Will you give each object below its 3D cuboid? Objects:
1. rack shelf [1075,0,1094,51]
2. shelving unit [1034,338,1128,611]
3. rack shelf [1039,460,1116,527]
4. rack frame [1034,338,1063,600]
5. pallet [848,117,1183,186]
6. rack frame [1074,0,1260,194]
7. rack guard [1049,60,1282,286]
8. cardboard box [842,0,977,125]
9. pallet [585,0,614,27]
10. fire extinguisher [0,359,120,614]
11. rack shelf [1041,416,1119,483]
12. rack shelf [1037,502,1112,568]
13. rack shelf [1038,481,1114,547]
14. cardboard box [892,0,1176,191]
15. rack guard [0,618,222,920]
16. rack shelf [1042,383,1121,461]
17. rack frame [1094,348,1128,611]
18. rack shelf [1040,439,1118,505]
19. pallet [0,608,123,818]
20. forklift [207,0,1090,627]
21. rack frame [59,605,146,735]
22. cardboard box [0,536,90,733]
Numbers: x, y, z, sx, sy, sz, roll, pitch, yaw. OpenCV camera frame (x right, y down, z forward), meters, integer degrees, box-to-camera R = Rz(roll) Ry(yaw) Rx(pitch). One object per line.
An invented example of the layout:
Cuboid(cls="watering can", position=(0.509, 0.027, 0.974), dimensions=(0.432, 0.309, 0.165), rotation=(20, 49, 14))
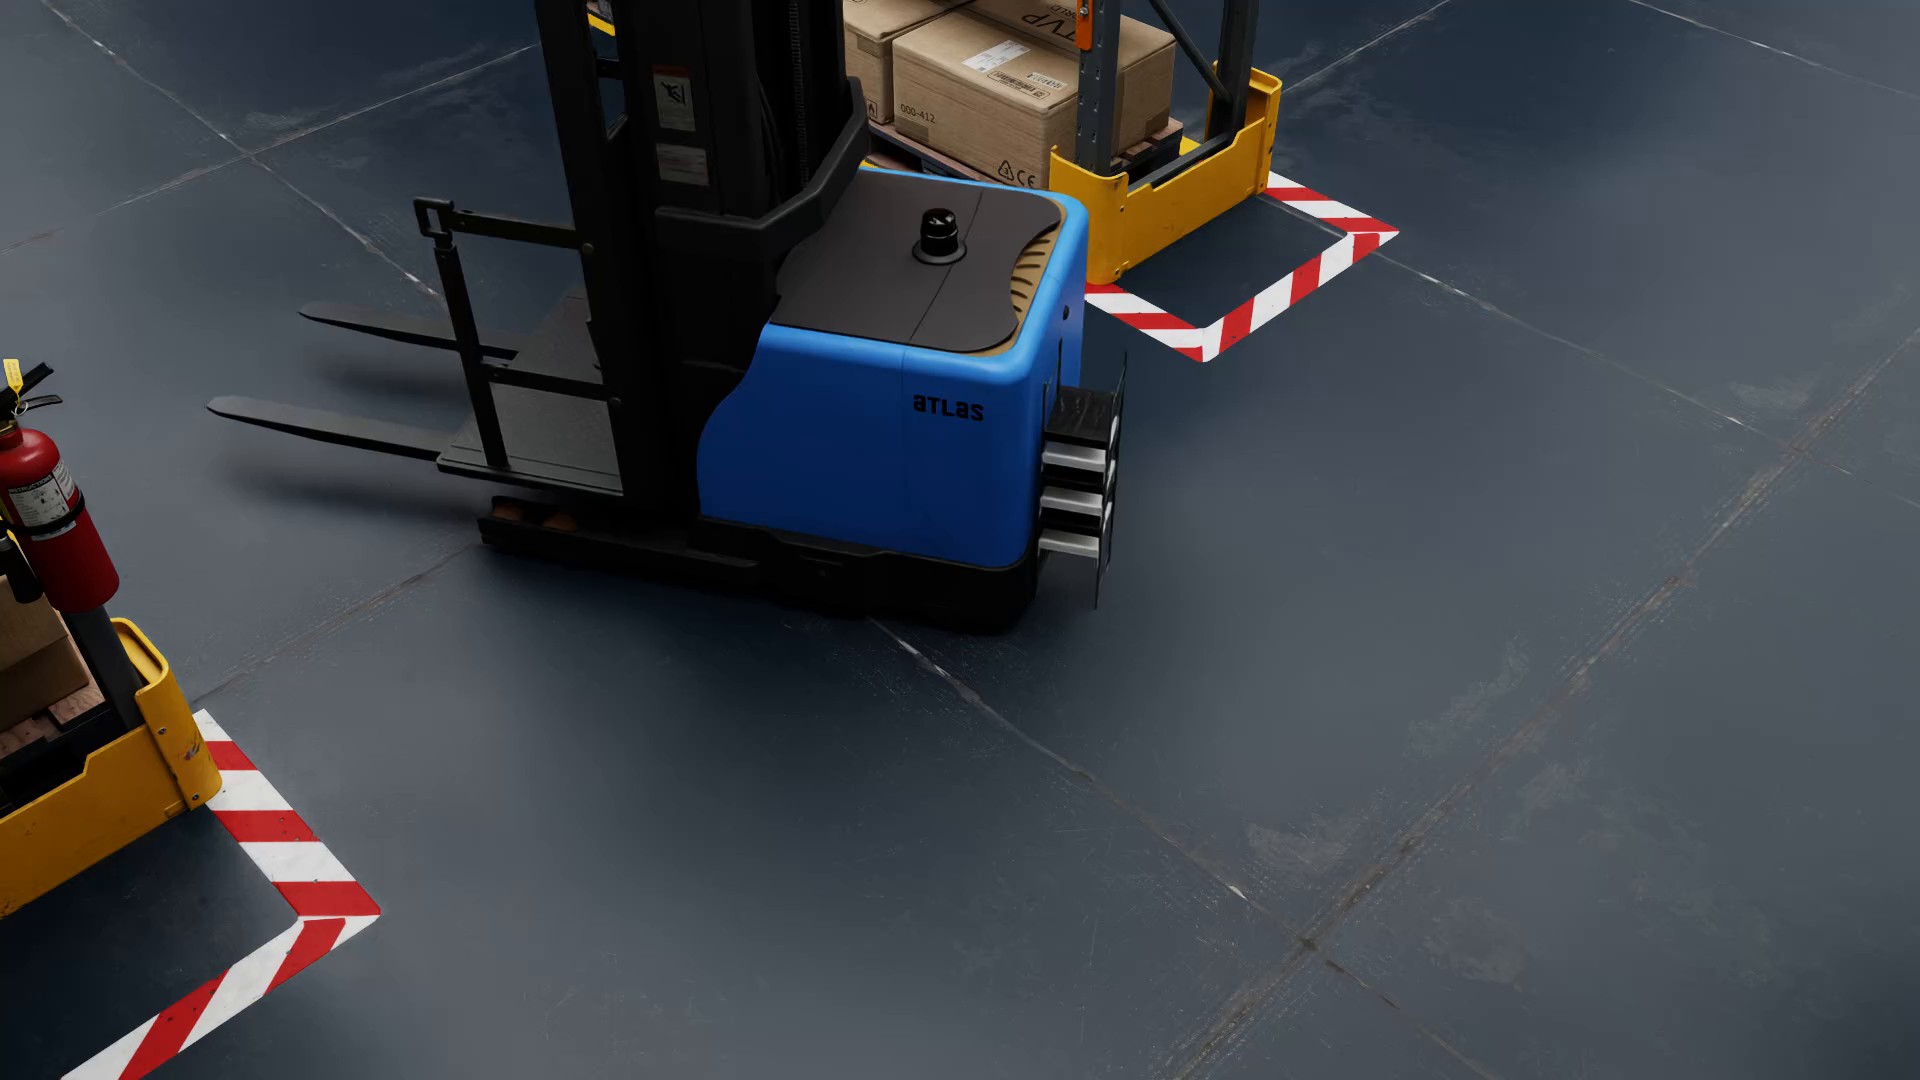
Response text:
Cuboid(cls="rack shelf", position=(-0.555, -3.208, 7.542), dimensions=(1.077, 0.370, 4.000), rotation=(-34, 53, -31))
Cuboid(cls="shelving unit", position=(0.379, -0.193, 5.296), dimensions=(0.210, 0.900, 0.258), rotation=(10, 44, 11))
Cuboid(cls="rack shelf", position=(0.379, -0.169, 5.319), dimensions=(0.200, 0.077, 0.258), rotation=(10, 44, 11))
Cuboid(cls="rack frame", position=(0.281, -0.211, 5.315), dimensions=(0.006, 0.900, 0.240), rotation=(10, 44, 11))
Cuboid(cls="pallet", position=(0.237, -1.834, 7.579), dimensions=(1.003, 0.211, 1.213), rotation=(-34, 53, -31))
Cuboid(cls="rack frame", position=(0.857, -2.512, 6.258), dimensions=(1.000, 3.000, 0.127), rotation=(-34, 53, -31))
Cuboid(cls="rack guard", position=(0.874, -1.582, 7.094), dimensions=(1.175, 0.500, 0.348), rotation=(-34, 53, -31))
Cuboid(cls="cardboard box", position=(-0.332, -2.430, 7.748), dimensions=(0.875, 0.438, 0.875), rotation=(-33, 52, -30))
Cuboid(cls="pallet", position=(-1.486, -3.007, 8.848), dimensions=(1.003, 0.211, 1.213), rotation=(-34, 53, -31))
Cuboid(cls="fire extinguisher", position=(-2.224, -0.116, 3.997), dimensions=(0.296, 0.674, 0.183), rotation=(-34, 53, -31))
Cuboid(cls="rack shelf", position=(0.379, -0.301, 5.196), dimensions=(0.200, 0.077, 0.258), rotation=(10, 44, 11))
Cuboid(cls="rack shelf", position=(0.379, -0.036, 5.441), dimensions=(0.200, 0.077, 0.258), rotation=(10, 44, 11))
Cuboid(cls="rack shelf", position=(0.379, -0.103, 5.380), dimensions=(0.200, 0.077, 0.258), rotation=(10, 44, 11))
Cuboid(cls="cardboard box", position=(0.320, -1.994, 7.276), dimensions=(0.875, 0.438, 0.875), rotation=(32, 52, 30))
Cuboid(cls="rack guard", position=(-2.708, 0.751, 4.569), dimensions=(1.175, 0.500, 0.348), rotation=(-34, 53, -31))
Cuboid(cls="rack shelf", position=(0.379, -0.367, 5.135), dimensions=(0.200, 0.077, 0.258), rotation=(10, 44, 11))
Cuboid(cls="rack frame", position=(0.478, -0.175, 5.277), dimensions=(0.006, 0.900, 0.240), rotation=(10, 44, 11))
Cuboid(cls="rack shelf", position=(0.379, -0.235, 5.257), dimensions=(0.200, 0.077, 0.258), rotation=(10, 44, 11))
Cuboid(cls="pallet", position=(-3.272, 0.474, 5.081), dimensions=(1.003, 0.211, 1.213), rotation=(-34, 53, -31))
Cuboid(cls="forklift", position=(-1.143, -1.342, 5.043), dimensions=(3.031, 2.935, 1.130), rotation=(10, 44, 11))
Cuboid(cls="rack frame", position=(-2.655, -0.131, 3.681), dimensions=(1.000, 3.000, 0.127), rotation=(-34, 53, -31))
Cuboid(cls="cardboard box", position=(-3.020, 0.292, 4.753), dimensions=(0.637, 0.503, 0.797), rotation=(32, 52, 30))
